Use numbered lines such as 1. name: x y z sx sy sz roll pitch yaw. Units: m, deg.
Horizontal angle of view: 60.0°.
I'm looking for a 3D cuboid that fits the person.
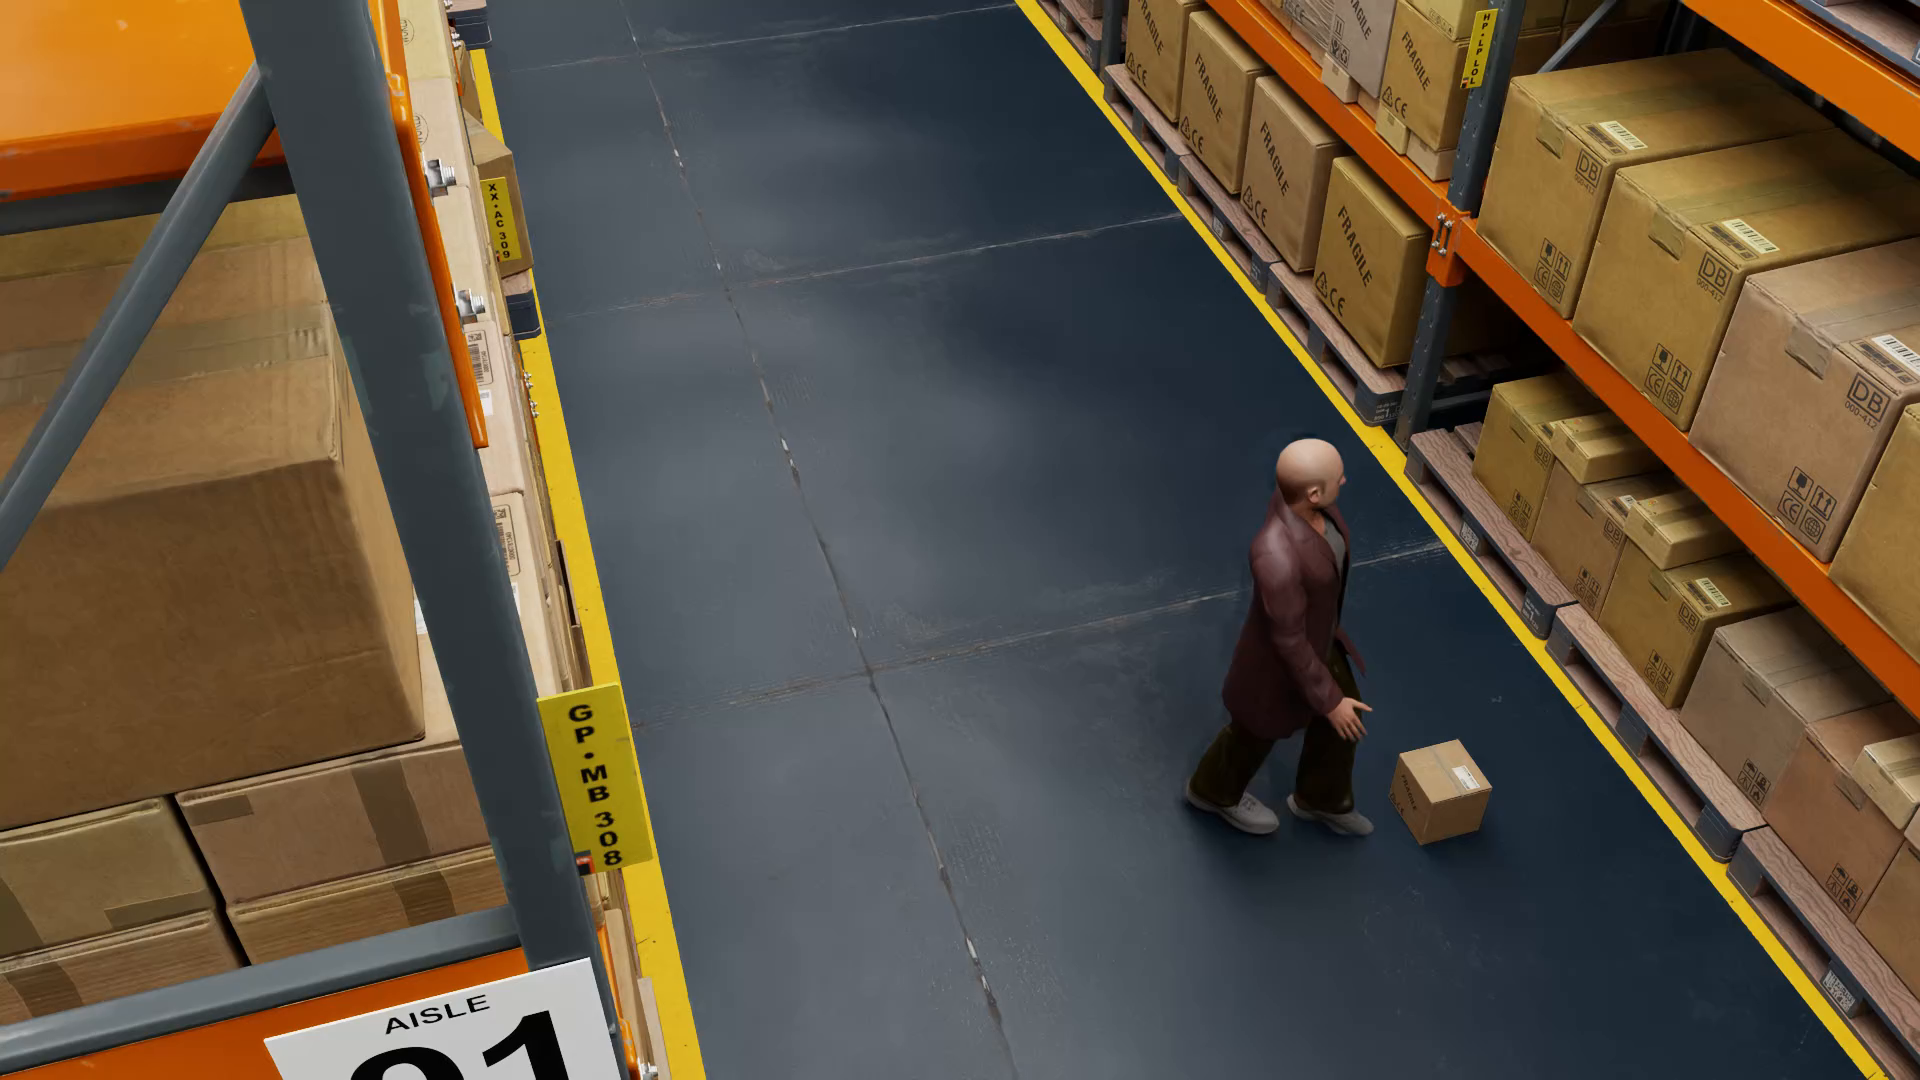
1. person: 1.186 0.428 5.708 0.695 1.832 0.598 20 45 21
